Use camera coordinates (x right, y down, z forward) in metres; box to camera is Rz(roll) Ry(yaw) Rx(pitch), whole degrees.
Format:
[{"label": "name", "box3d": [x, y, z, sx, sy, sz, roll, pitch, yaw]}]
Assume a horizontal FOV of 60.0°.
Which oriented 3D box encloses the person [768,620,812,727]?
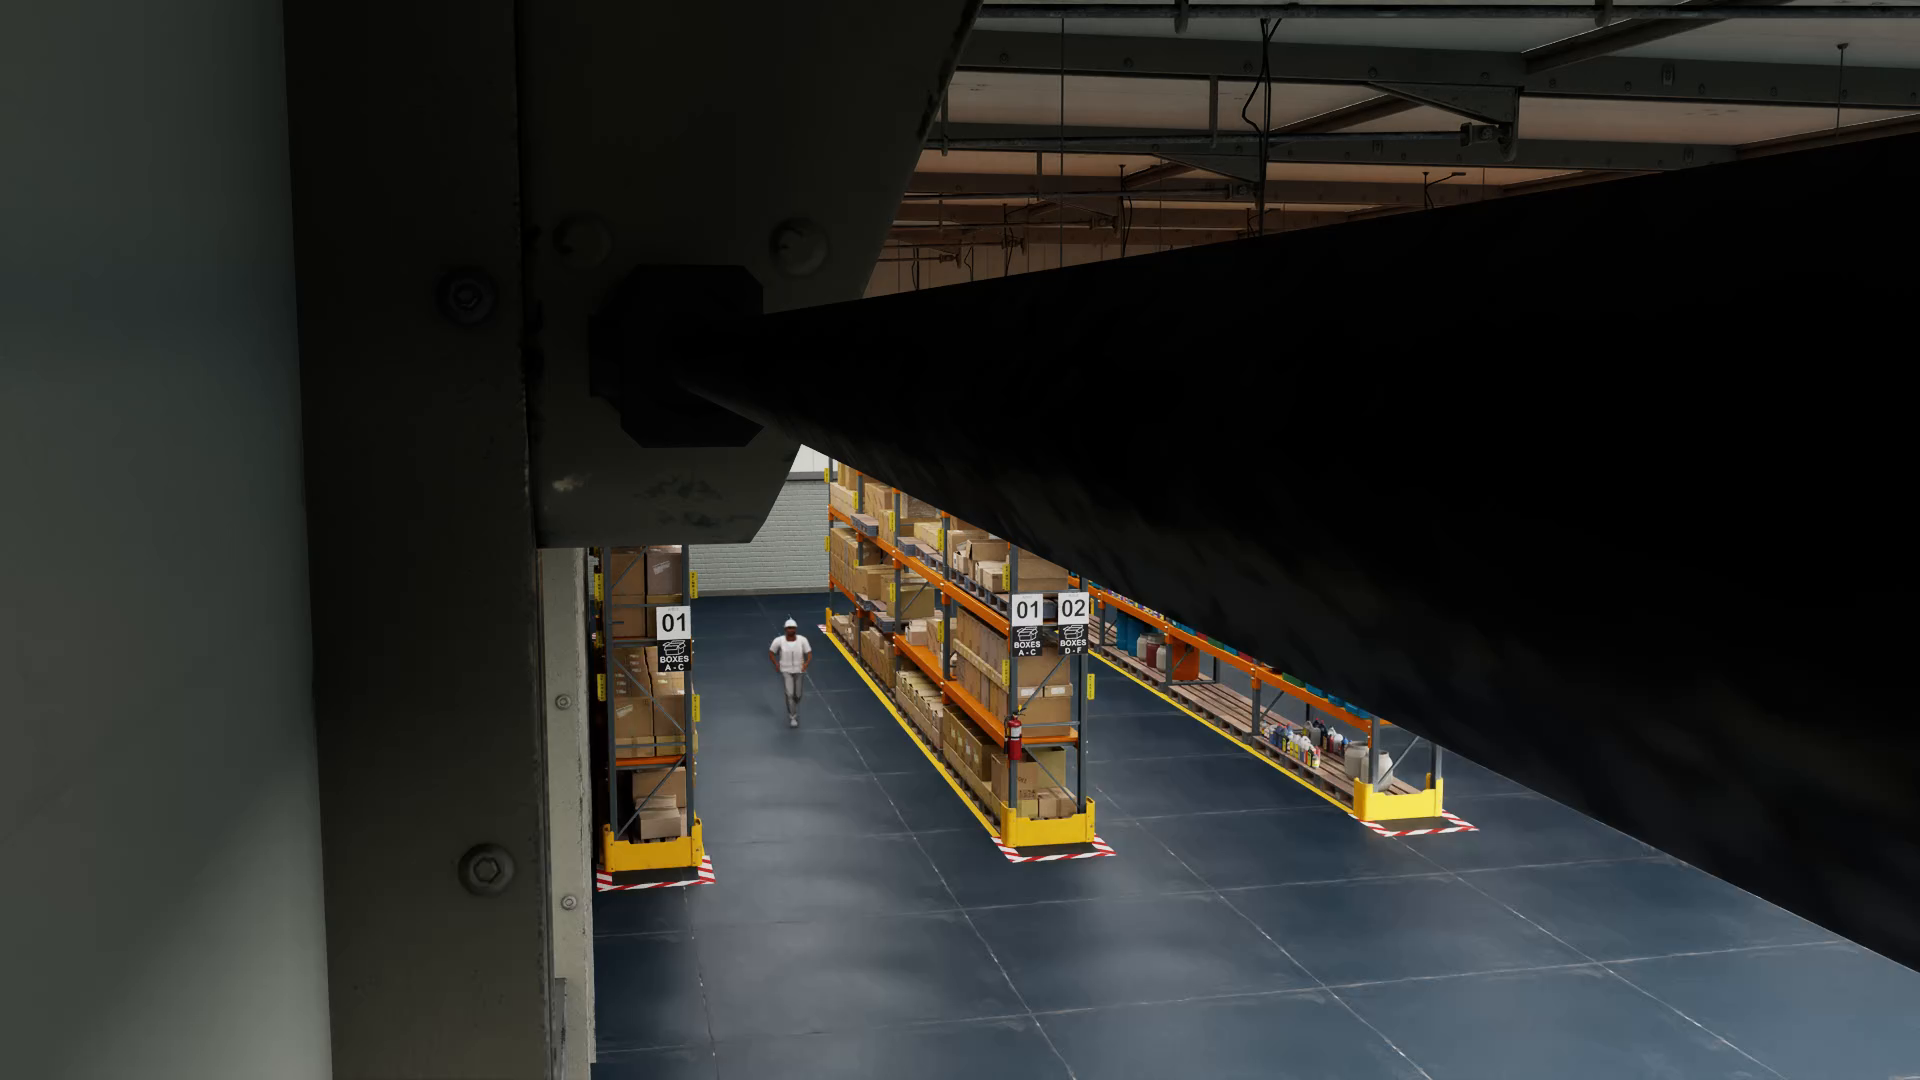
[{"label": "person", "box3d": [-2.812, 2.182, 27.692, 0.714, 1.742, 0.813, -2, 7, -15]}]
